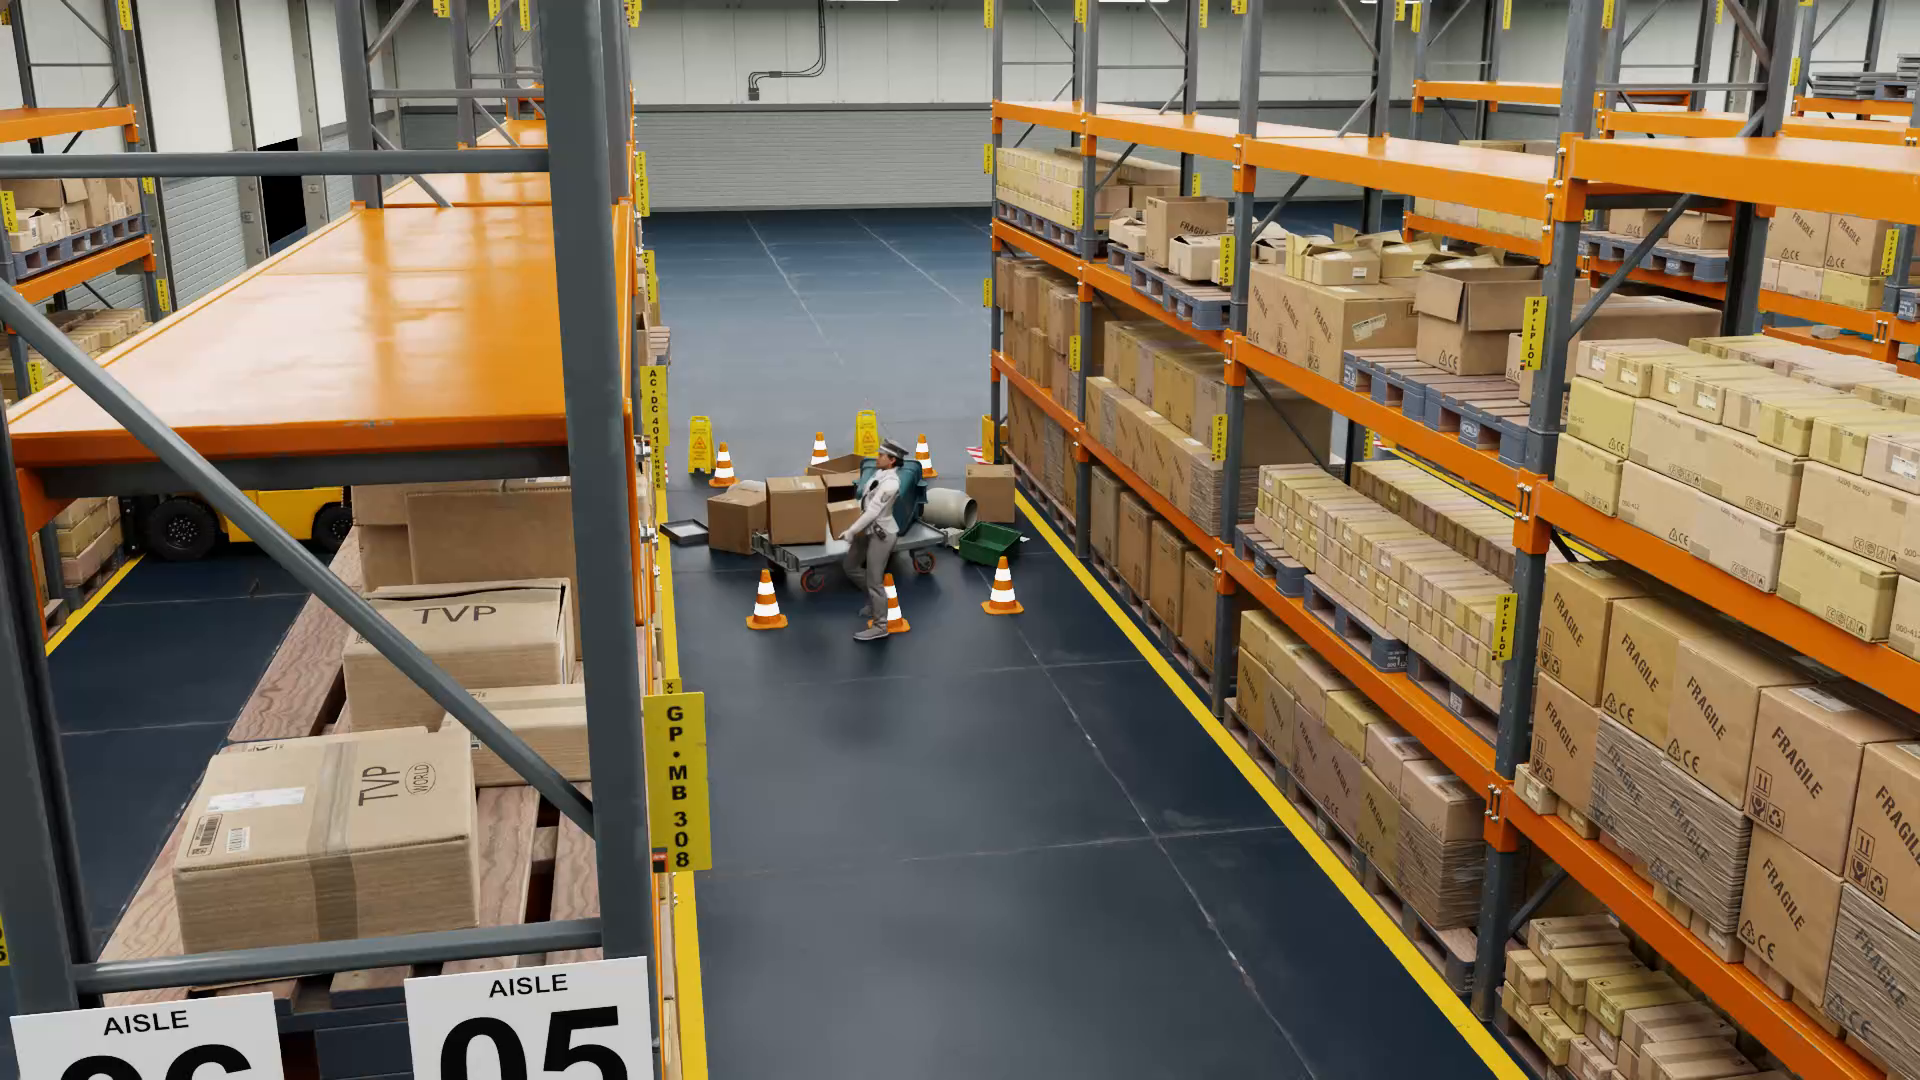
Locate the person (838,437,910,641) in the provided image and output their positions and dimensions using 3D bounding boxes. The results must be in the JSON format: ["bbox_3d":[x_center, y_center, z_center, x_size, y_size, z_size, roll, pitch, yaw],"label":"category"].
[{"bbox_3d":[-0.710,-0.023,13.581,0.600,1.683,0.434,-3,17,-10],"label":"person"}]
